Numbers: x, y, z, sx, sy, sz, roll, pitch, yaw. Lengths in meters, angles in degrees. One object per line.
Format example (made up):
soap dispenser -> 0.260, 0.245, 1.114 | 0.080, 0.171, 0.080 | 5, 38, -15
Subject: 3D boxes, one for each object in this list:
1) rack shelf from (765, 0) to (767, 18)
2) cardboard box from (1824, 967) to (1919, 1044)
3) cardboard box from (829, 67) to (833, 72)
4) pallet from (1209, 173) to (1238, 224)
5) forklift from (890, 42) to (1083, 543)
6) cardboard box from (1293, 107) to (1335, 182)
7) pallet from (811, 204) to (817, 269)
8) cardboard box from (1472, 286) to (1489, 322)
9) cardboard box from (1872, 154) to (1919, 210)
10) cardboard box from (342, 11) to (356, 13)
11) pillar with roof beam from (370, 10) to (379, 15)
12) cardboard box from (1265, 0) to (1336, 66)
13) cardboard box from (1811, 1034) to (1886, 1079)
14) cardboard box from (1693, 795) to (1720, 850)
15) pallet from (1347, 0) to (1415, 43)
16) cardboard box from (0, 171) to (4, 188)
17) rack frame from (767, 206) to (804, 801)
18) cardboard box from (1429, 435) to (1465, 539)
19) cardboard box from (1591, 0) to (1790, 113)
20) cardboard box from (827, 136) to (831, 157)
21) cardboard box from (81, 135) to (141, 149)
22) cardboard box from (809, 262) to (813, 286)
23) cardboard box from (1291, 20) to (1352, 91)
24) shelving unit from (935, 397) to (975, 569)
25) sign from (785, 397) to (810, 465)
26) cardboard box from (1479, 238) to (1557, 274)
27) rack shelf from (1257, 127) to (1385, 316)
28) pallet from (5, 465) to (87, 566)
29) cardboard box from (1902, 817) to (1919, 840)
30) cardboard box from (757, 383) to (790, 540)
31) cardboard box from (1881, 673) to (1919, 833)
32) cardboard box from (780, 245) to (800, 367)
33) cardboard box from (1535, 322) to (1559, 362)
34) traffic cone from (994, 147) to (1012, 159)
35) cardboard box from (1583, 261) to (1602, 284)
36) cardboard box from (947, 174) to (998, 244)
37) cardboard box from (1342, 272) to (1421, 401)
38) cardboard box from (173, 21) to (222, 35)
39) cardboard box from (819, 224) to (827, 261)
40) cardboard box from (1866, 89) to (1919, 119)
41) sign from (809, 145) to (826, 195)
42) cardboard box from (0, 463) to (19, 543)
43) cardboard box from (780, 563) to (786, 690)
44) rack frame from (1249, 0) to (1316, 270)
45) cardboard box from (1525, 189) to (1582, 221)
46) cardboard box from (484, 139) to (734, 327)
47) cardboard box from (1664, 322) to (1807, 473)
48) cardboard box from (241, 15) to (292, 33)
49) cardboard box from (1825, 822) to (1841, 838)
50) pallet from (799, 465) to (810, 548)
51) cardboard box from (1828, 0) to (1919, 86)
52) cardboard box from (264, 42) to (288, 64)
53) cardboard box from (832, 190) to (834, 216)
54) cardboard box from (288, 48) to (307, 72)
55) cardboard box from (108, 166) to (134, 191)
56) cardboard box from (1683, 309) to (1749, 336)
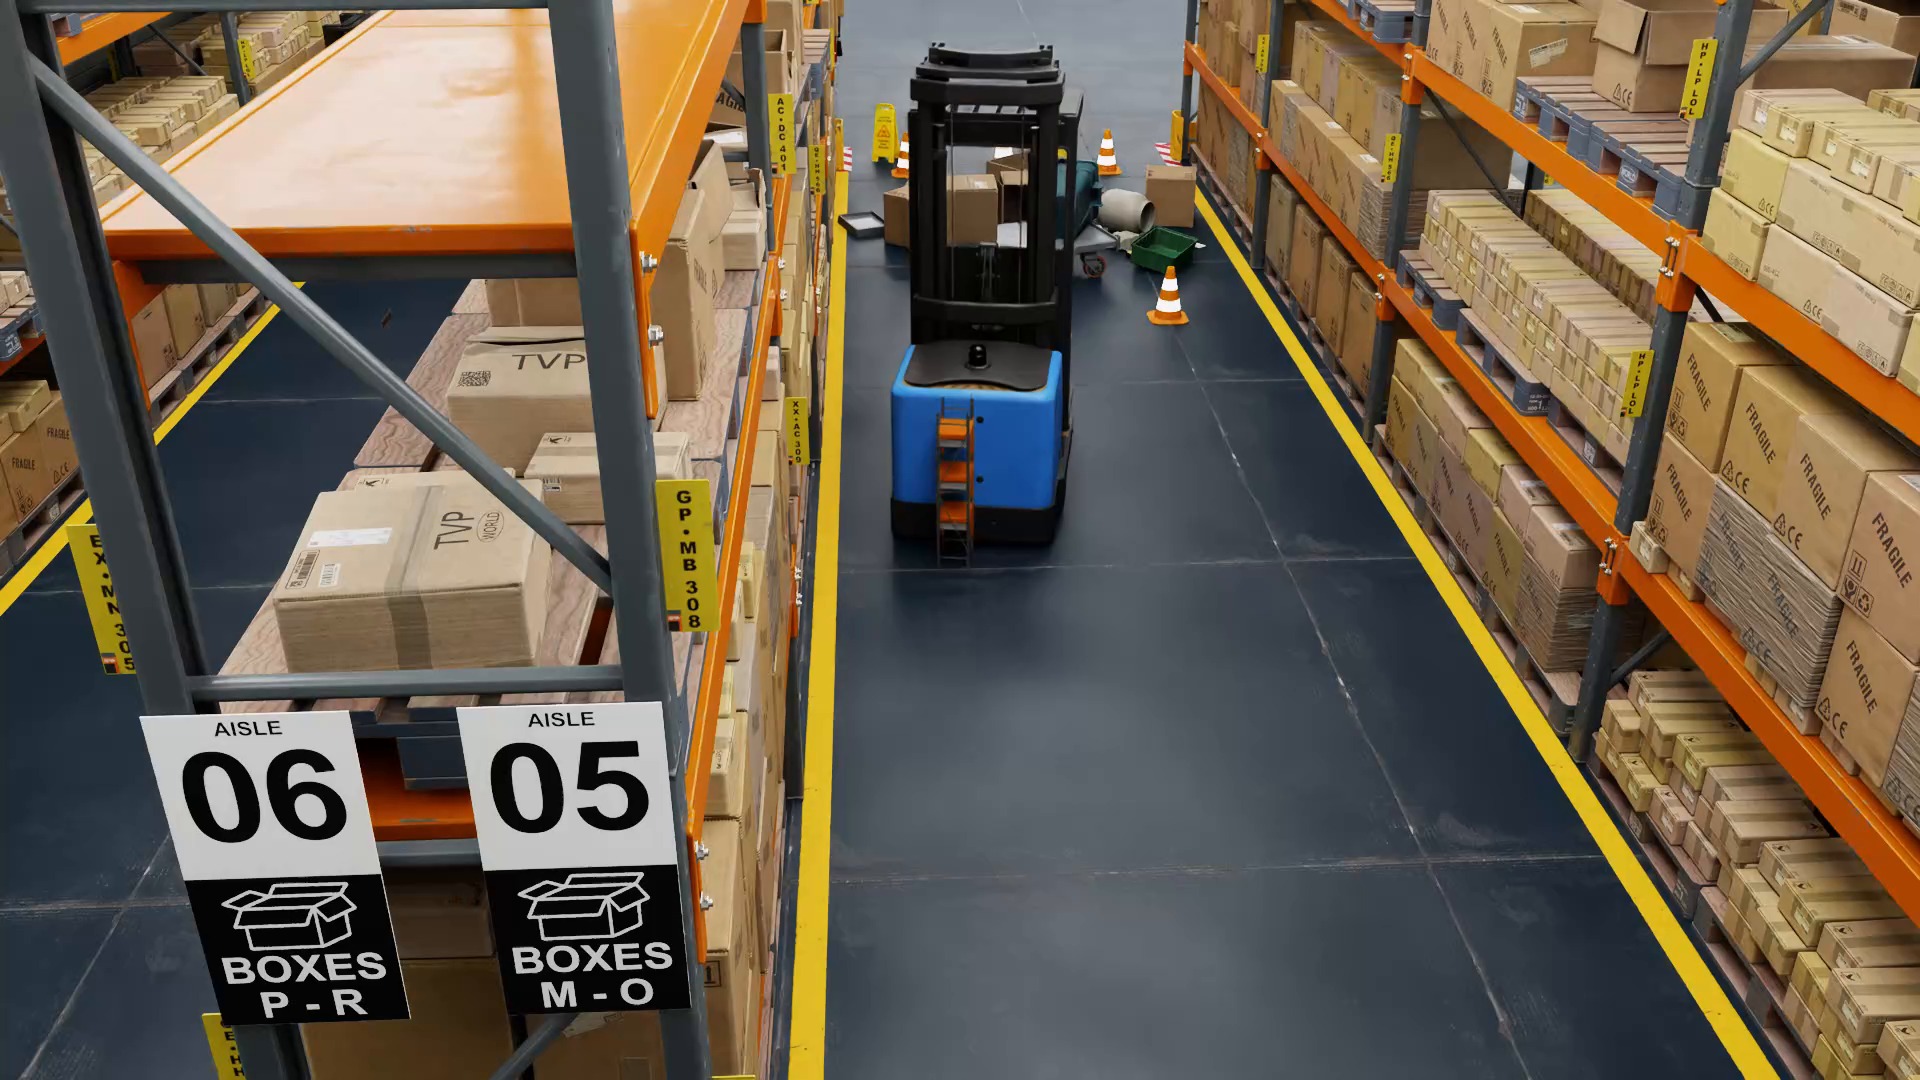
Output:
rack shelf -> -1.385, -3.138, 8.246 | 1.077, 0.370, 4.000 | -1, 28, -3
cardboard box -> 3.470, 1.728, 6.179 | 0.380, 0.149, 0.250 | 0, 28, -1
cardboard box -> -1.514, -4.962, 17.292 | 0.380, 0.149, 0.250 | -1, 28, -2
pallet -> 3.211, -3.593, 17.411 | 1.003, 0.211, 1.213 | -1, 28, -3
forklift -> 0.238, -1.933, 11.286 | 1.130, 2.935, 3.031 | 3, 28, 6
cardboard box -> 3.049, -3.242, 13.615 | 0.500, 0.500, 0.500 | -2, 28, -3
pallet -> -1.633, -2.140, 11.816 | 1.213, 0.211, 1.003 | -1, 28, -3
cardboard box -> 3.331, -1.432, 10.069 | 0.380, 0.149, 0.250 | -1, 28, -1
cardboard box -> 3.483, -1.258, 5.865 | 0.380, 0.149, 0.250 | -2, 28, -4
cardboard box -> -6.523, -5.532, 17.304 | 0.380, 0.149, 0.250 | -1, 28, -2
pillar with roof beam -> -3.742, -10.663, 21.463 | 9.100, 9.000, 0.400 | -1, 28, -3
cardboard box -> 3.255, -4.628, 15.050 | 0.875, 0.550, 0.550 | -1, 28, -3
cardboard box -> 3.486, 2.000, 6.301 | 0.380, 0.149, 0.250 | -3, 28, -5
cardboard box -> 3.520, 1.255, 7.407 | 0.380, 0.149, 0.250 | -3, 28, -5
pallet -> 3.362, -3.607, 11.382 | 1.213, 0.211, 1.003 | 0, 28, 0
cardboard box -> -6.743, -2.493, 11.477 | 0.380, 0.149, 0.250 | -1, 28, -3
rack frame -> -1.281, -0.051, 7.604 | 1.000, 3.000, 0.127 | -1, 28, -3
cardboard box -> 3.292, -0.340, 10.408 | 0.500, 0.500, 0.500 | -2, 28, -4
cardboard box -> 3.708, -2.496, 8.482 | 0.797, 0.503, 0.637 | -2, 28, -3
cardboard box -> -1.406, -3.671, 15.551 | 0.380, 0.149, 0.250 | -1, 28, -2
cardboard box -> -6.246, -2.859, 12.178 | 0.380, 0.149, 0.250 | -1, 28, -2
cardboard box -> -1.204, -1.604, 10.745 | 0.500, 0.250, 0.500 | -2, 28, -4
cardboard box -> 3.272, -4.170, 14.312 | 0.700, 0.500, 0.500 | -2, 28, -4
shelving unit -> -0.029, -0.347, 10.280 | 0.215, 1.050, 0.252 | 3, 28, 6
sign -> -0.726, -0.484, 7.413 | 0.100, 0.325, 0.005 | -1, 28, -3
cardboard box -> 3.334, -1.700, 9.940 | 0.380, 0.149, 0.250 | 0, 28, 0
rack shelf -> 3.344, -2.669, 13.402 | 1.077, 0.370, 4.000 | -1, 28, -3
pallet -> -6.445, -0.194, 10.895 | 1.003, 0.211, 1.213 | -1, 28, -3
cardboard box -> 3.588, 1.001, 5.859 | 0.380, 0.149, 0.250 | -3, 28, -5
cardboard box -> -0.980, -0.327, 6.945 | 0.500, 0.500, 0.500 | -2, 28, -3
cardboard box -> 3.528, 0.781, 5.580 | 0.500, 0.500, 0.500 | -1, 28, -2
cardboard box -> -1.094, -1.215, 8.646 | 0.500, 0.500, 0.500 | -2, 28, -4
cardboard box -> 3.384, -1.085, 9.083 | 0.380, 0.149, 0.250 | -3, 28, -5
traffic cone -> 0.494, -4.484, 18.847 | 0.336, 0.463, 0.334 | -1, 28, -3
cardboard box -> 3.984, -1.579, 10.029 | 0.380, 0.149, 0.250 | -2, 28, -3
cardboard box -> 0.078, -3.030, 15.199 | 0.500, 0.500, 0.500 | -1, 28, -3
cardboard box -> 3.507, -1.536, 12.431 | 1.050, 0.750, 0.750 | -2, 28, -3
cardboard box -> -7.041, -4.701, 15.388 | 0.380, 0.149, 0.250 | -2, 28, -3
cardboard box -> -1.668, -2.524, 14.734 | 0.950, 0.372, 0.625 | -1, 28, -2
cardboard box -> 3.947, -1.741, 6.792 | 0.380, 0.149, 0.250 | -3, 28, -5
sign -> -0.935, -2.426, 10.907 | 0.100, 0.325, 0.005 | -1, 28, -3
cardboard box -> -6.164, -0.191, 10.122 | 0.500, 0.500, 0.500 | 0, 28, 0
cardboard box -> -0.969, 0.350, 6.727 | 0.500, 0.500, 0.500 | -2, 28, -4
rack frame -> 3.240, -3.912, 15.006 | 1.000, 3.000, 0.127 | -1, 28, -3
cardboard box -> 3.932, -2.188, 10.875 | 0.380, 0.149, 0.250 | -2, 28, -5
cardboard box -> -1.178, -1.035, 5.574 | 0.797, 0.503, 0.637 | 1, 28, 1
cardboard box -> 3.438, -0.622, 7.189 | 0.500, 0.500, 0.500 | -1, 28, -1
cardboard box -> -6.522, -4.835, 15.645 | 0.380, 0.149, 0.250 | -1, 28, -3
cardboard box -> 3.998, 1.350, 7.225 | 0.380, 0.149, 0.250 | -1, 28, -1
pallet -> -1.523, -0.296, 11.089 | 1.003, 0.211, 1.213 | -1, 28, -3
cardboard box -> 8.100, -4.067, 14.201 | 1.000, 1.000, 1.000 | -1, 28, -2
cardboard box -> -6.404, -4.464, 15.256 | 0.380, 0.149, 0.250 | -1, 28, -2
cardboard box -> -1.499, -3.238, 16.233 | 0.500, 0.250, 0.500 | 0, 28, 0
cardboard box -> -6.489, -4.353, 15.745 | 0.500, 0.500, 0.500 | -2, 28, -3
cardboard box -> -6.260, -2.616, 12.144 | 0.500, 0.250, 0.500 | -2, 28, -4
cardboard box -> 4.054, -1.111, 8.811 | 0.380, 0.149, 0.250 | -2, 28, -3
